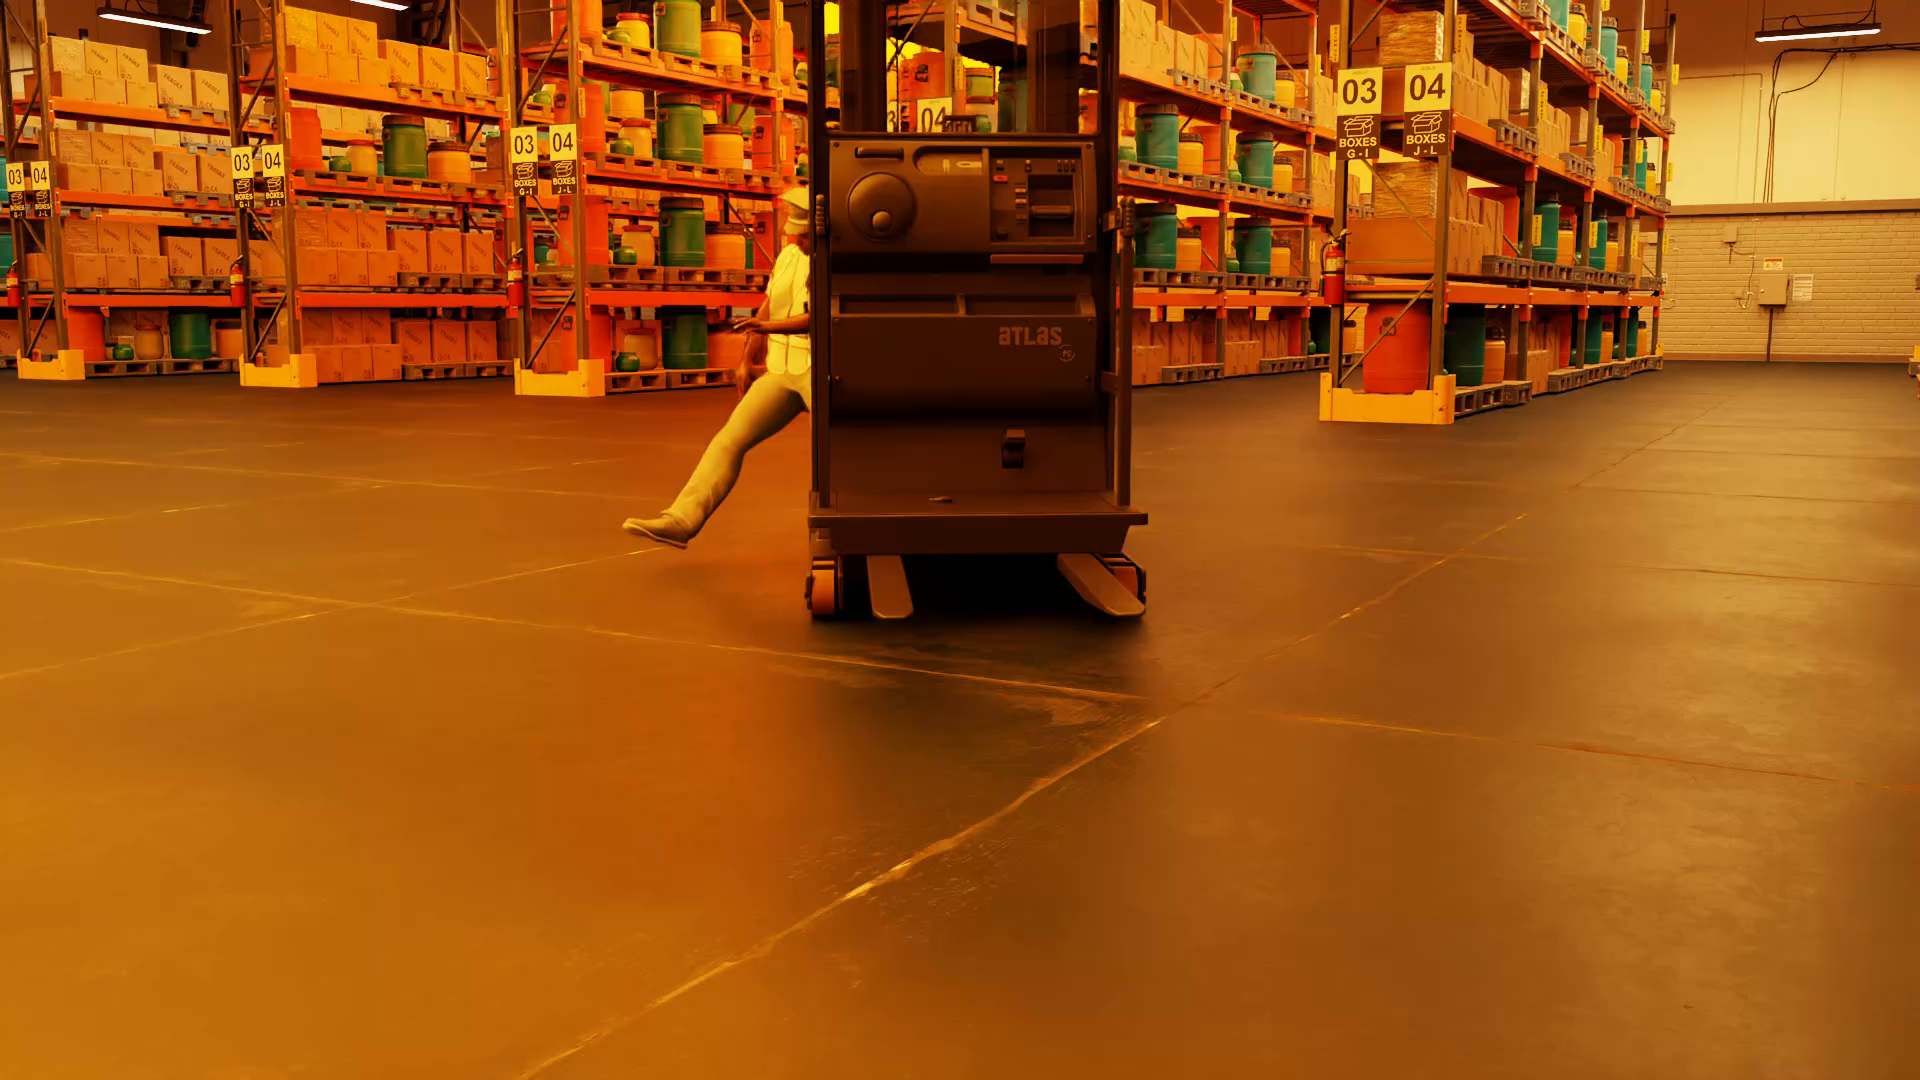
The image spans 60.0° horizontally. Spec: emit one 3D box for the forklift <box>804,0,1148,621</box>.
[{"bbox_3d":[0.029,-1.242,5.592,1.130,2.935,3.031,-1,8,-4],"label":"forklift"}]

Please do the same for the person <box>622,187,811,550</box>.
[{"bbox_3d":[-0.656,-0.657,6.395,0.940,1.413,1.027,6,10,38],"label":"person"}]
